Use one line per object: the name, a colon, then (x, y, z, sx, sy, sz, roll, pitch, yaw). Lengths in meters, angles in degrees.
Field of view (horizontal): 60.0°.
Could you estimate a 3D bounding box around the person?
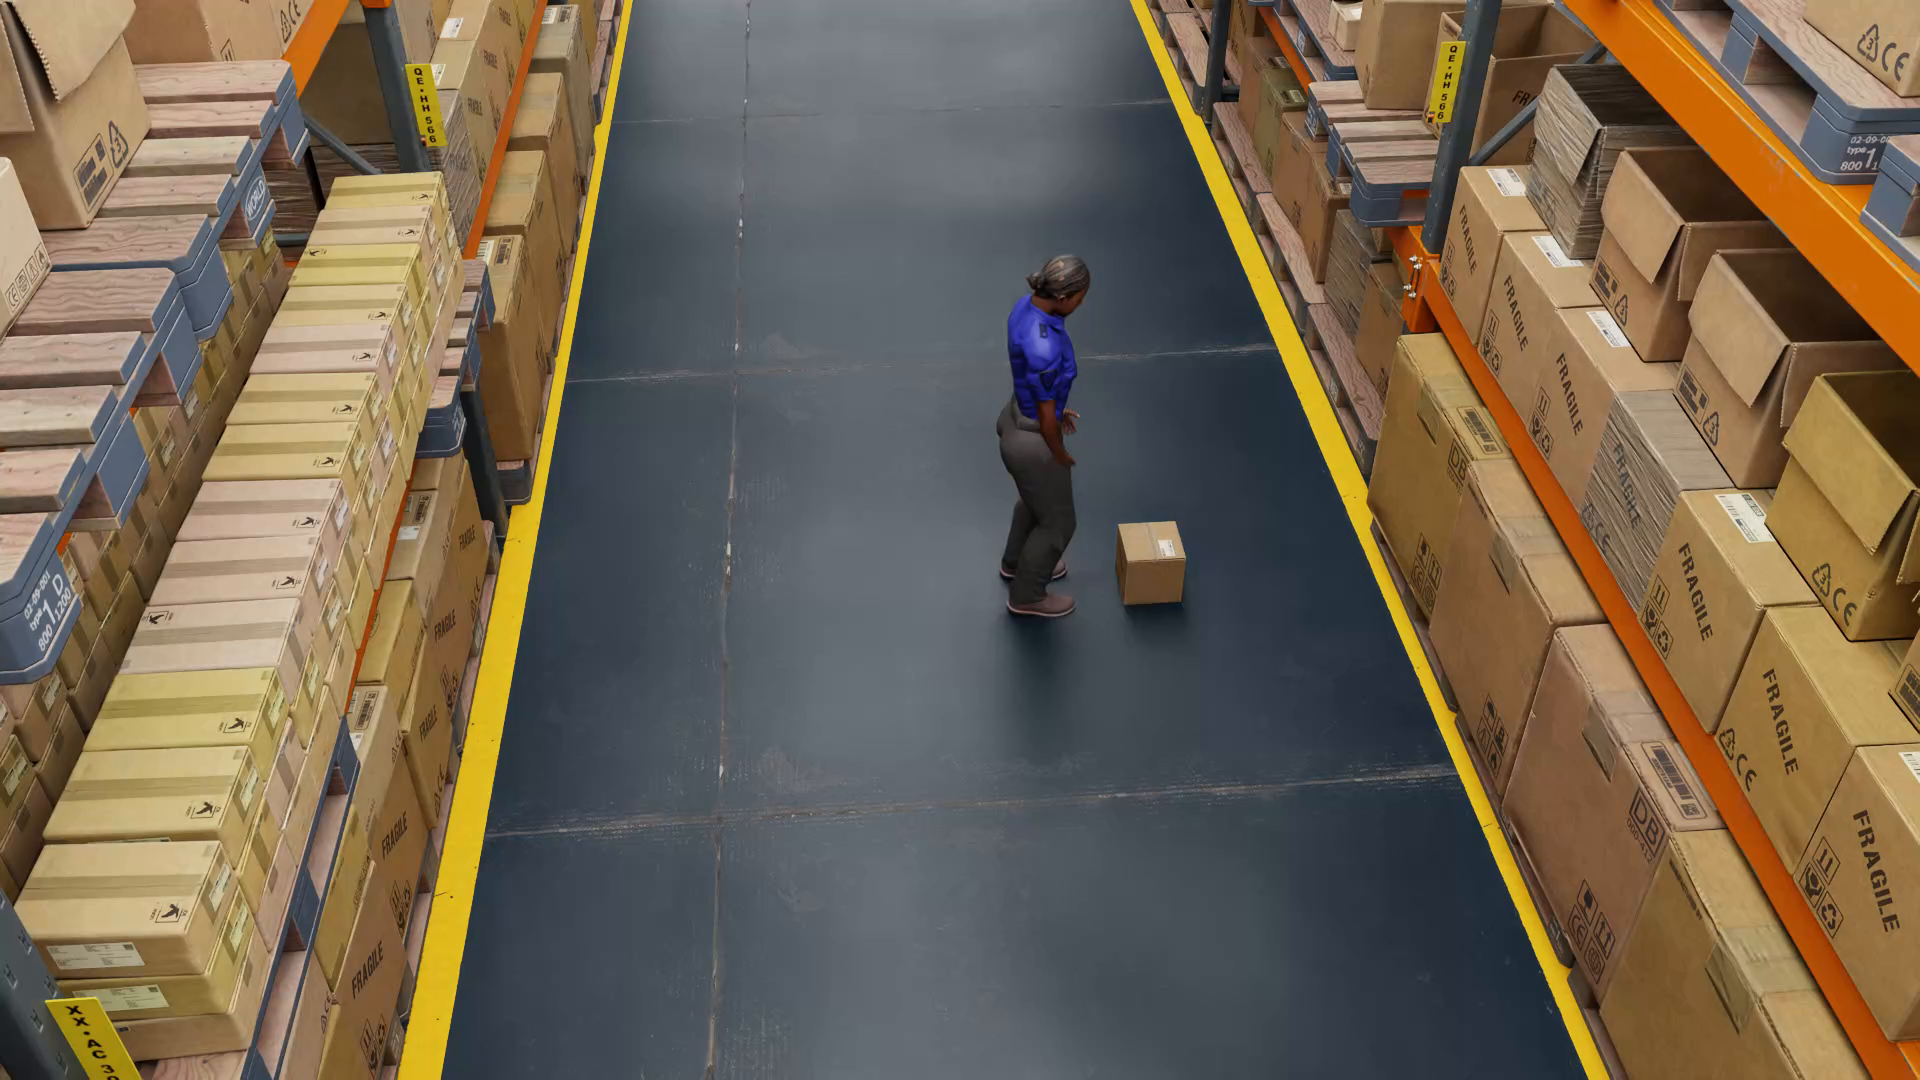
person: (0.326, -0.421, 6.710, 0.354, 1.626, 0.450, -2, 39, -3)
